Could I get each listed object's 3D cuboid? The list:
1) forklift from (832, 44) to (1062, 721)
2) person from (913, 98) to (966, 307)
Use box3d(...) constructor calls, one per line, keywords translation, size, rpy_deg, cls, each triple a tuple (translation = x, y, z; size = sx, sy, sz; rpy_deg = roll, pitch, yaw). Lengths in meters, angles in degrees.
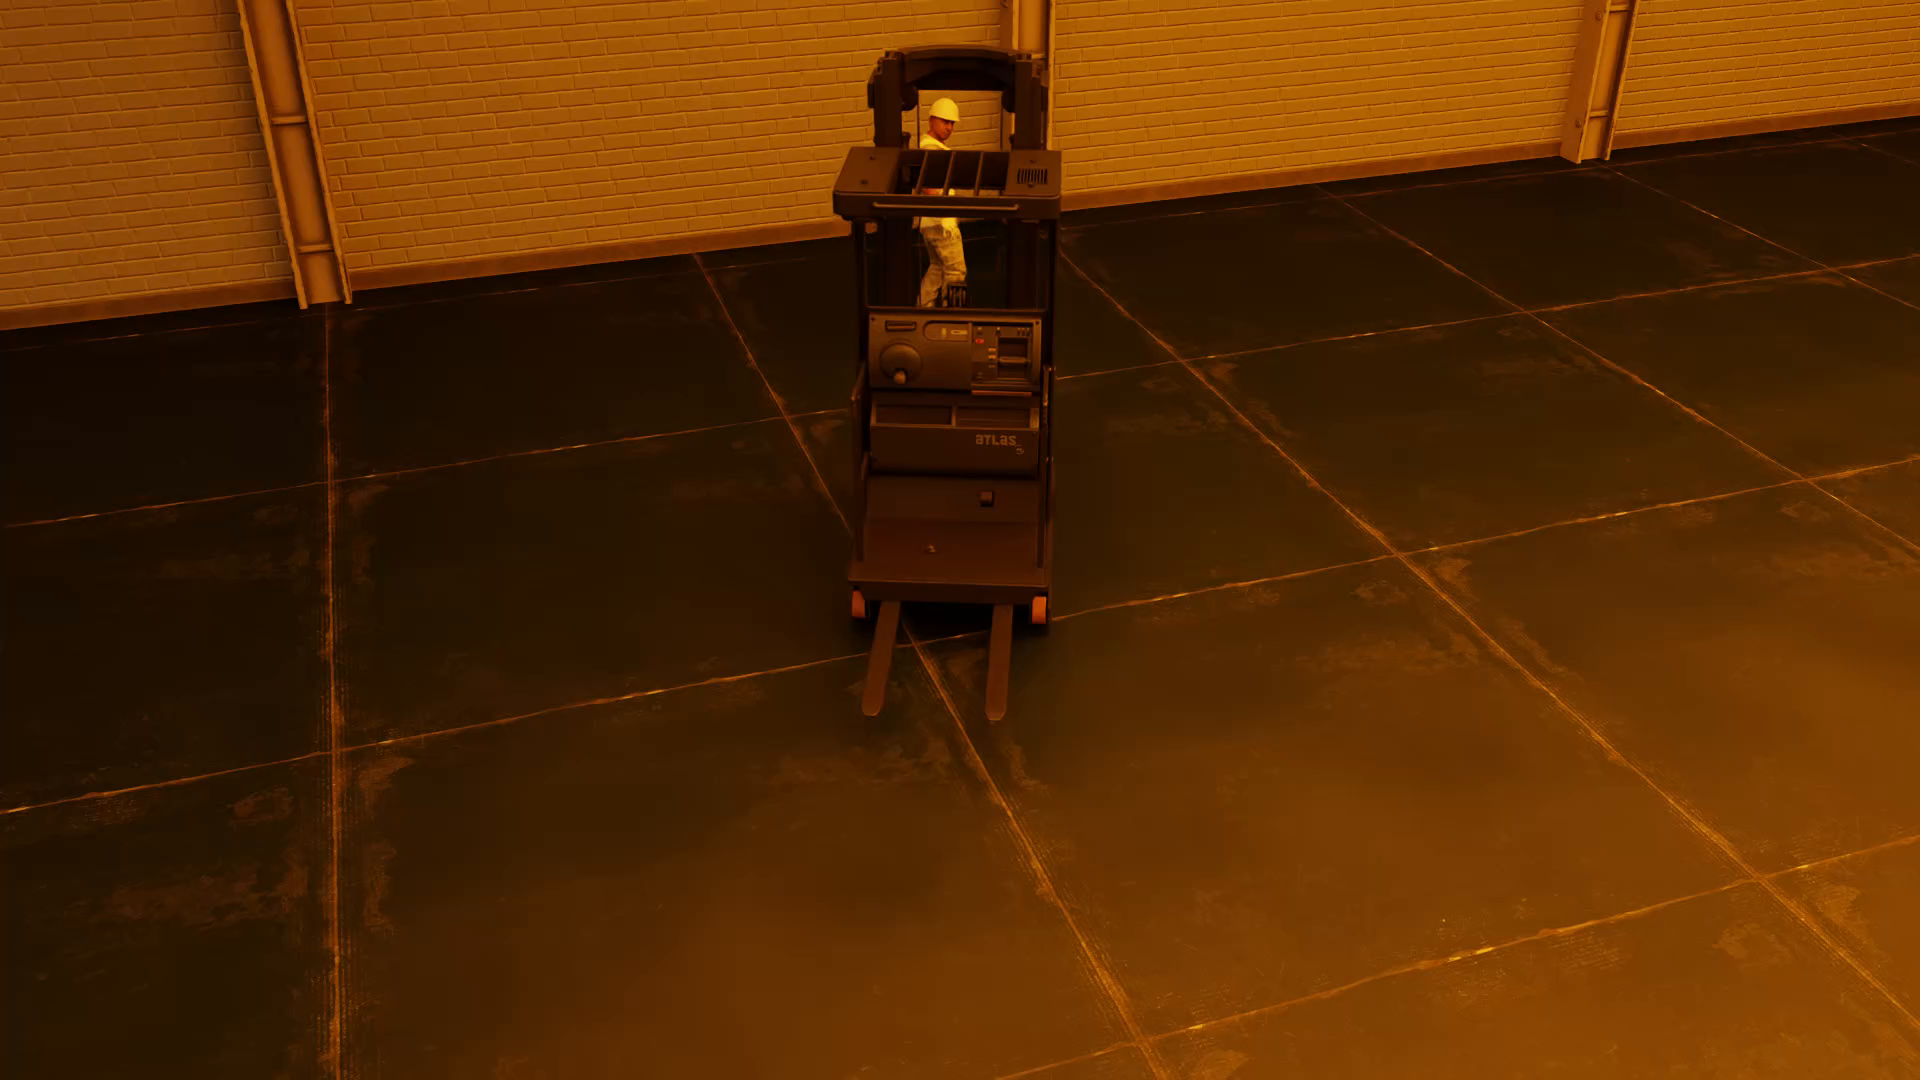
box3d(translation=(-0.039, -0.967, 8.767), size=(1.130, 2.935, 3.031), rpy_deg=(2, 30, 3), cls="forklift")
box3d(translation=(-0.106, -2.419, 12.467), size=(0.521, 1.760, 0.785), rpy_deg=(-6, 31, -11), cls="person")
